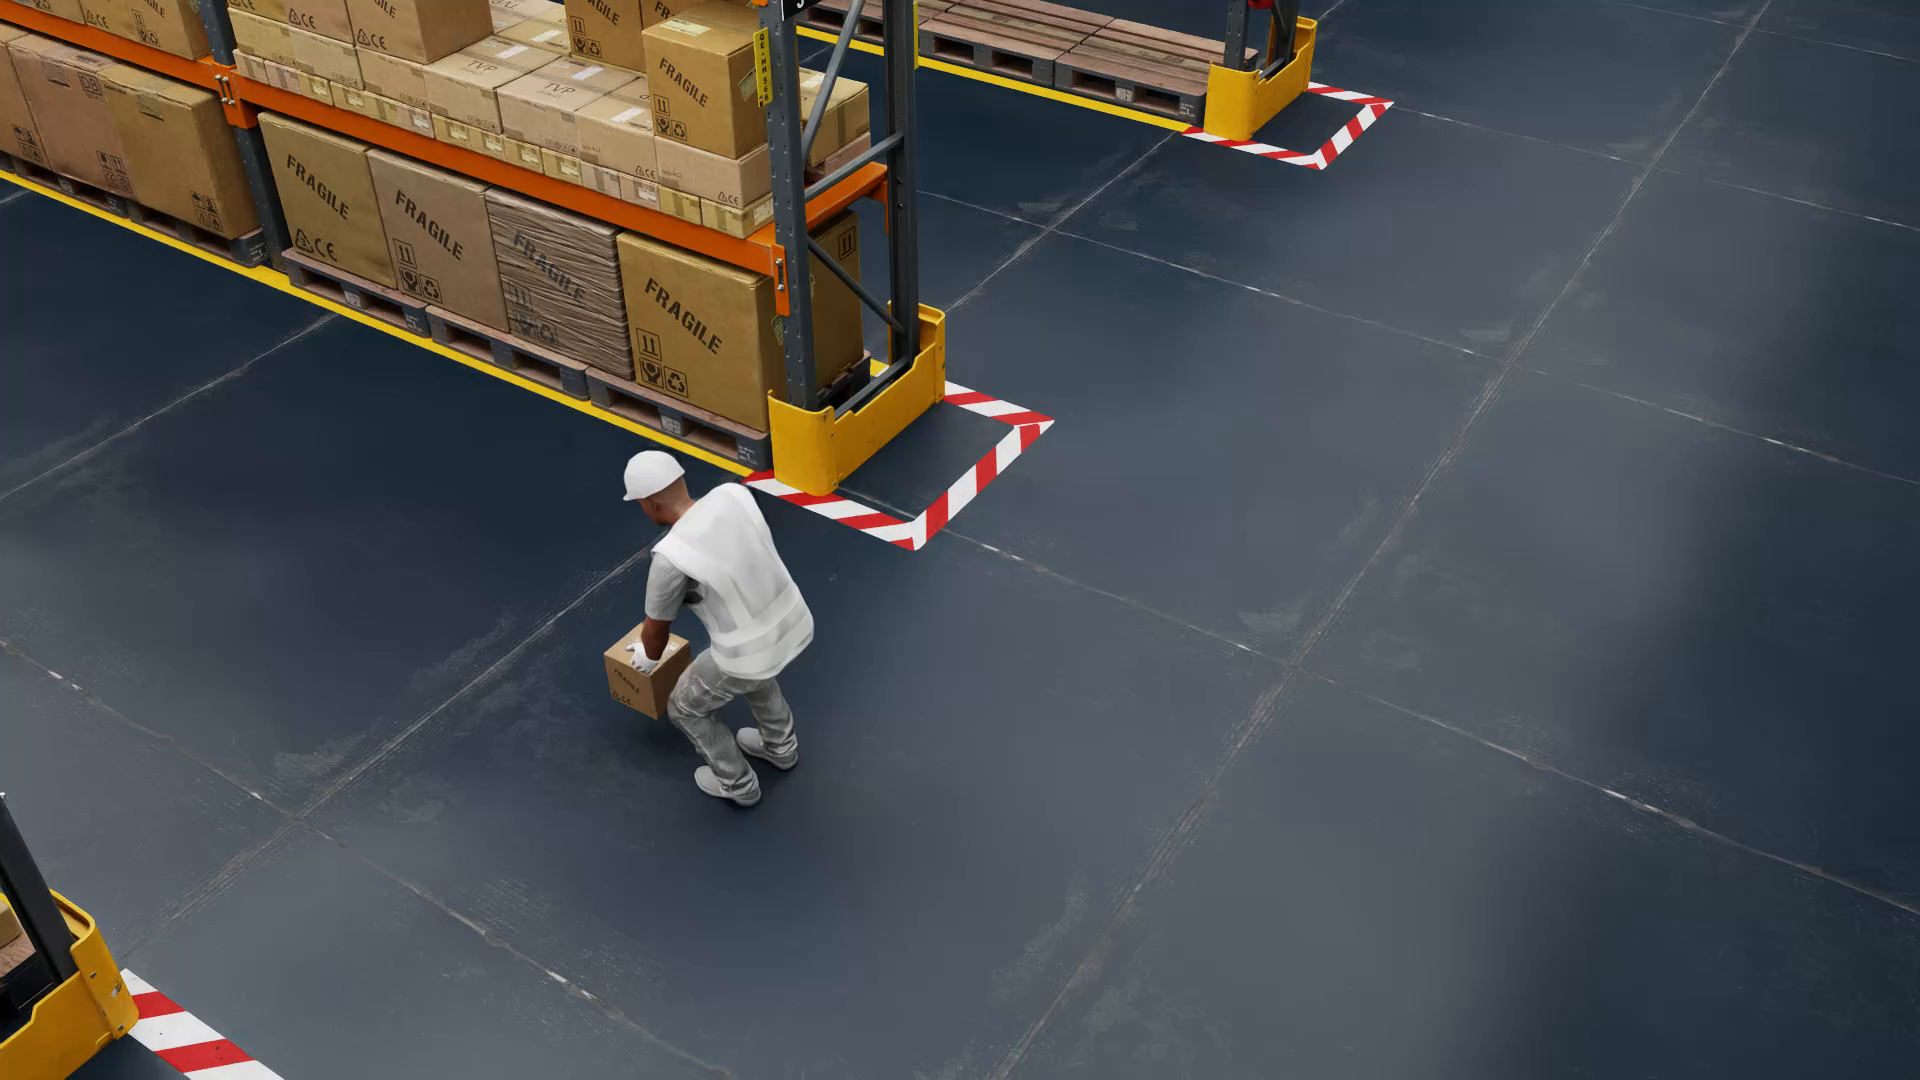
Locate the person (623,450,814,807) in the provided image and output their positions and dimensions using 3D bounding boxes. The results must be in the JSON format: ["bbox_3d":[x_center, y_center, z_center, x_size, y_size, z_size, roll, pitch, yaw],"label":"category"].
[{"bbox_3d":[-0.931,0.363,6.410,0.696,1.526,0.608,22,43,25],"label":"person"}]
